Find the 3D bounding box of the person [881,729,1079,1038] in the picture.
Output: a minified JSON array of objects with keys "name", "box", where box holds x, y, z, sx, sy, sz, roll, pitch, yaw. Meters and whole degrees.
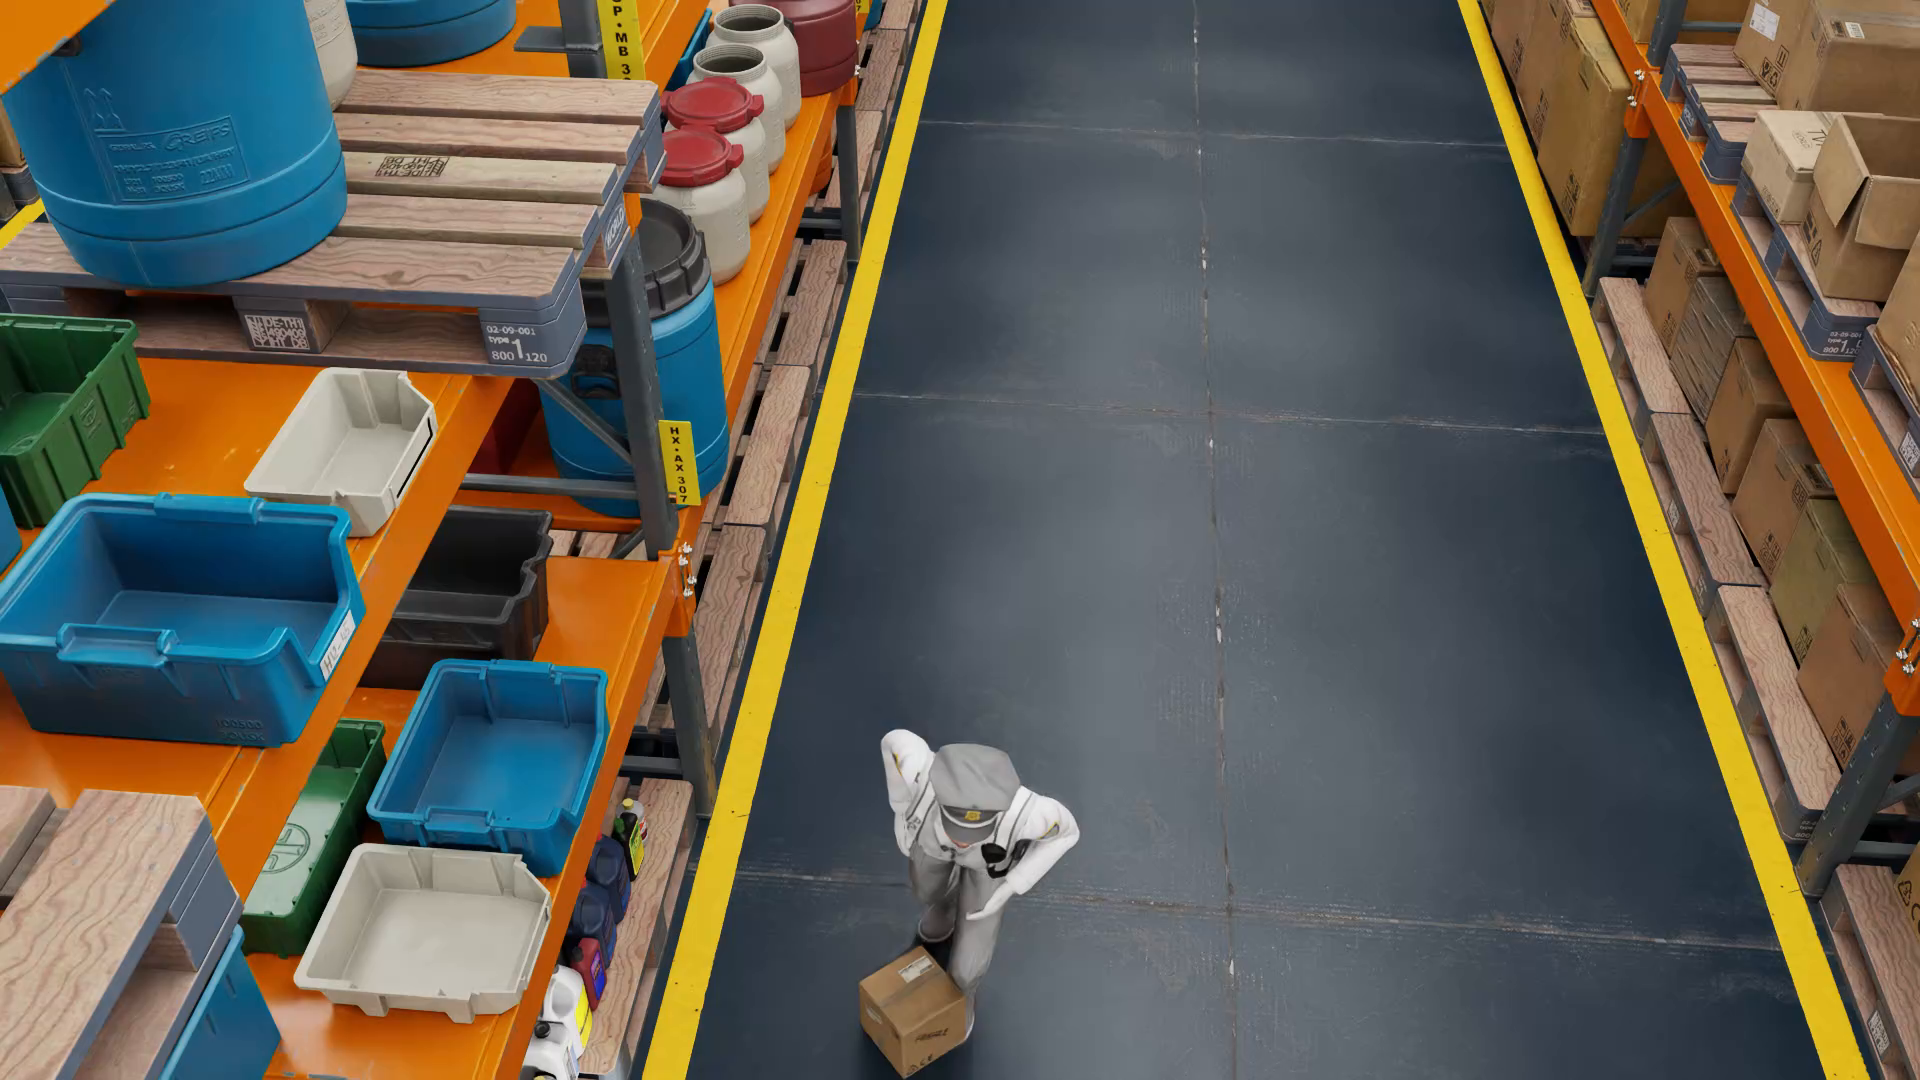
[{"name":"person","box":[0.055,0.992,5.138,0.629,1.483,0.819,11,42,13]}]
